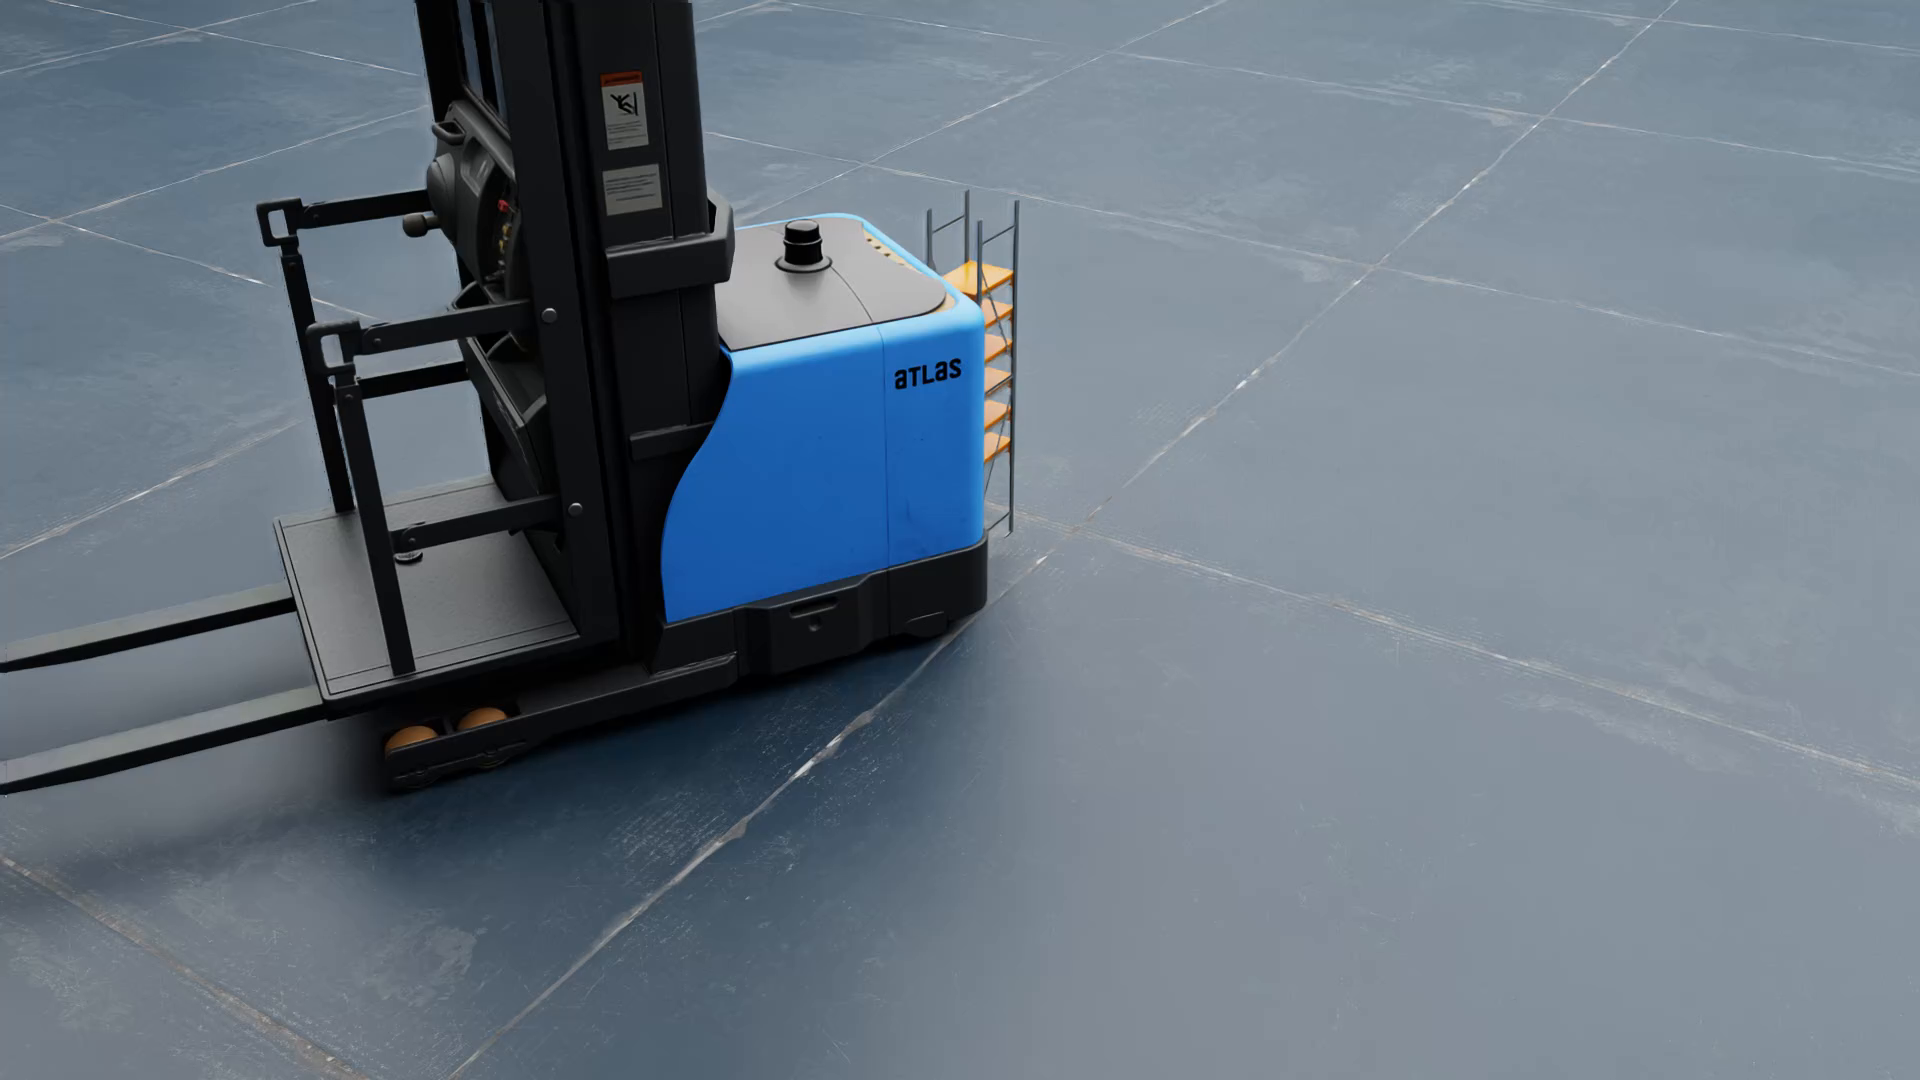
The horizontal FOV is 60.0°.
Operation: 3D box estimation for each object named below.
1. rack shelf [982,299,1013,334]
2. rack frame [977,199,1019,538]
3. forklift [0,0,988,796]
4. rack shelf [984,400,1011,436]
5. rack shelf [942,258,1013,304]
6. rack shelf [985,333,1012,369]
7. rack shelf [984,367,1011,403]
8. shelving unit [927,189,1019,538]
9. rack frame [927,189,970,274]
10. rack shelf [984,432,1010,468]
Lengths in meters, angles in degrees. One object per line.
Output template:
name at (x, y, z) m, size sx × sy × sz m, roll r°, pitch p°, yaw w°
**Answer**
rack shelf at (0.042, -0.690, 5.355) m, size 0.180 × 0.103 × 0.258 m, roll 18°, pitch 35°, yaw 27°
rack frame at (0.119, -0.497, 5.411) m, size 0.006 × 1.200 × 0.240 m, roll 18°, pitch 35°, yaw 27°
forklift at (-1.467, -0.888, 4.364) m, size 3.031 × 2.935 × 1.130 m, roll -14°, pitch 33°, yaw -23°
rack shelf at (0.041, -0.379, 5.536) m, size 0.180 × 0.103 × 0.258 m, roll 18°, pitch 35°, yaw 27°
rack shelf at (0.042, -0.794, 5.294) m, size 0.180 × 0.103 × 0.258 m, roll 18°, pitch 35°, yaw 27°
rack shelf at (0.041, -0.587, 5.415) m, size 0.180 × 0.103 × 0.258 m, roll 18°, pitch 35°, yaw 27°
rack shelf at (0.041, -0.483, 5.476) m, size 0.180 × 0.103 × 0.258 m, roll 18°, pitch 35°, yaw 27°
shelving unit at (0.041, -0.521, 5.453) m, size 0.189 × 1.200 × 0.258 m, roll 18°, pitch 35°, yaw 27°
rack frame at (-0.036, -0.546, 5.495) m, size 0.006 × 1.200 × 0.240 m, roll 18°, pitch 35°, yaw 27°
rack shelf at (0.041, -0.276, 5.596) m, size 0.180 × 0.103 × 0.258 m, roll 18°, pitch 35°, yaw 27°
